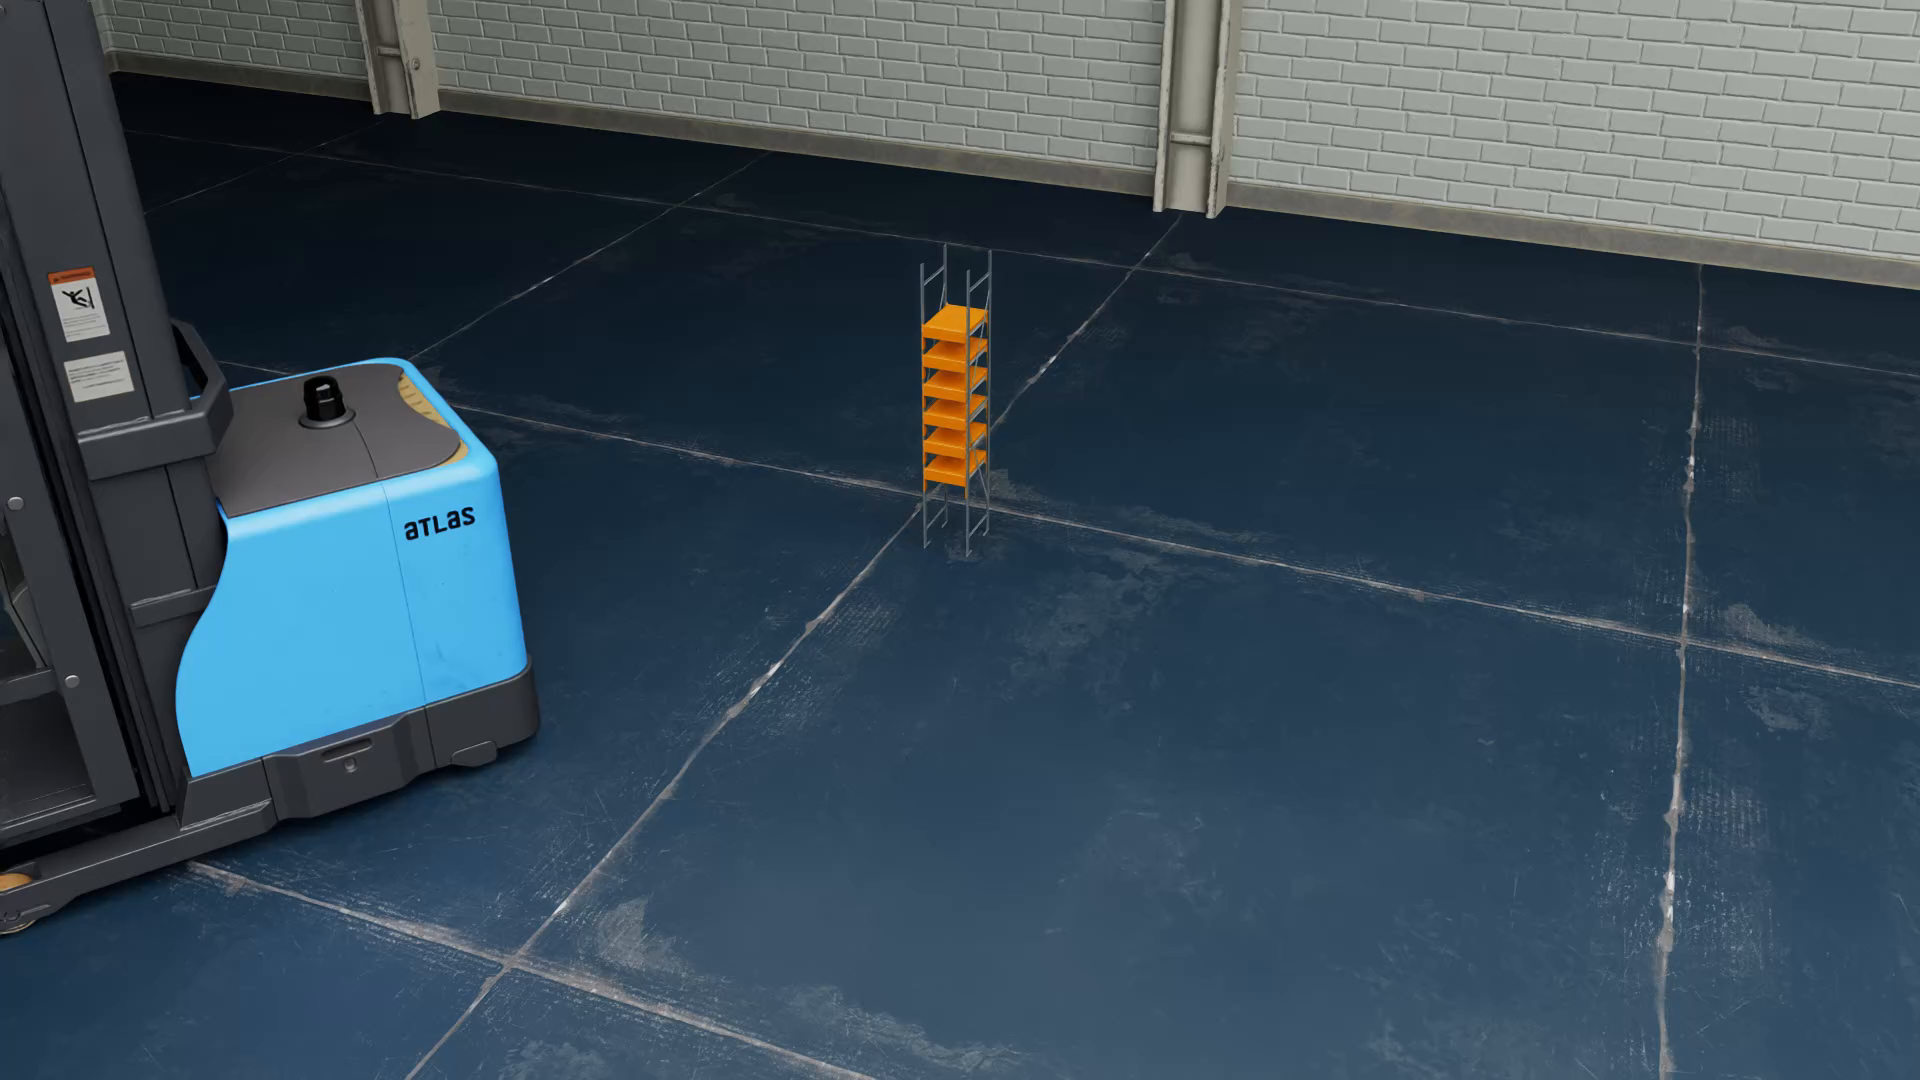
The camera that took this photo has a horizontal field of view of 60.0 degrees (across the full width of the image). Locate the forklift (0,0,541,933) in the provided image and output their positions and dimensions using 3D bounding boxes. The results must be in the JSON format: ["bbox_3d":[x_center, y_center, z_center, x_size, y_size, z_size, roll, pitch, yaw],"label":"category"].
[{"bbox_3d":[-2.911,-0.398,4.476,3.031,2.935,1.130,-17,34,-28],"label":"forklift"}]

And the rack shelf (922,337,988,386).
[{"bbox_3d":[-0.013,-0.695,6.363,0.180,0.103,0.258,11,31,19],"label":"rack shelf"}]

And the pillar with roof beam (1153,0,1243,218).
[{"bbox_3d":[-0.175,-4.044,4.760,0.400,9.000,9.100,11,31,19],"label":"pillar with roof beam"}]

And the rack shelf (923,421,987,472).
[{"bbox_3d":[-0.013,-0.382,6.540,0.180,0.103,0.258,11,31,19],"label":"rack shelf"}]

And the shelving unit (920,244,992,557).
[{"bbox_3d":[-0.013,-0.525,6.459,0.189,1.200,0.258,11,31,19],"label":"shelving unit"}]

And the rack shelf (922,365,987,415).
[{"bbox_3d":[-0.013,-0.591,6.422,0.180,0.103,0.258,11,31,19],"label":"rack shelf"}]

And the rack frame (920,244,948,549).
[{"bbox_3d":[-0.098,-0.542,6.489,0.006,1.200,0.240,11,31,19],"label":"rack frame"}]

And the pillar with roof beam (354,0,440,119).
[{"bbox_3d":[-5.735,-5.154,6.724,0.400,9.000,9.100,11,31,19],"label":"pillar with roof beam"}]

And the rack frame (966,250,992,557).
[{"bbox_3d":[0.071,-0.508,6.430,0.006,1.200,0.240,11,31,19],"label":"rack frame"}]

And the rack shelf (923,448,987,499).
[{"bbox_3d":[-0.013,-0.277,6.599,0.180,0.103,0.258,11,31,19],"label":"rack shelf"}]

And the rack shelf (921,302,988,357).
[{"bbox_3d":[-0.013,-0.800,6.304,0.180,0.103,0.258,11,31,19],"label":"rack shelf"}]

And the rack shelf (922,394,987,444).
[{"bbox_3d":[-0.013,-0.486,6.481,0.180,0.103,0.258,11,31,19],"label":"rack shelf"}]
